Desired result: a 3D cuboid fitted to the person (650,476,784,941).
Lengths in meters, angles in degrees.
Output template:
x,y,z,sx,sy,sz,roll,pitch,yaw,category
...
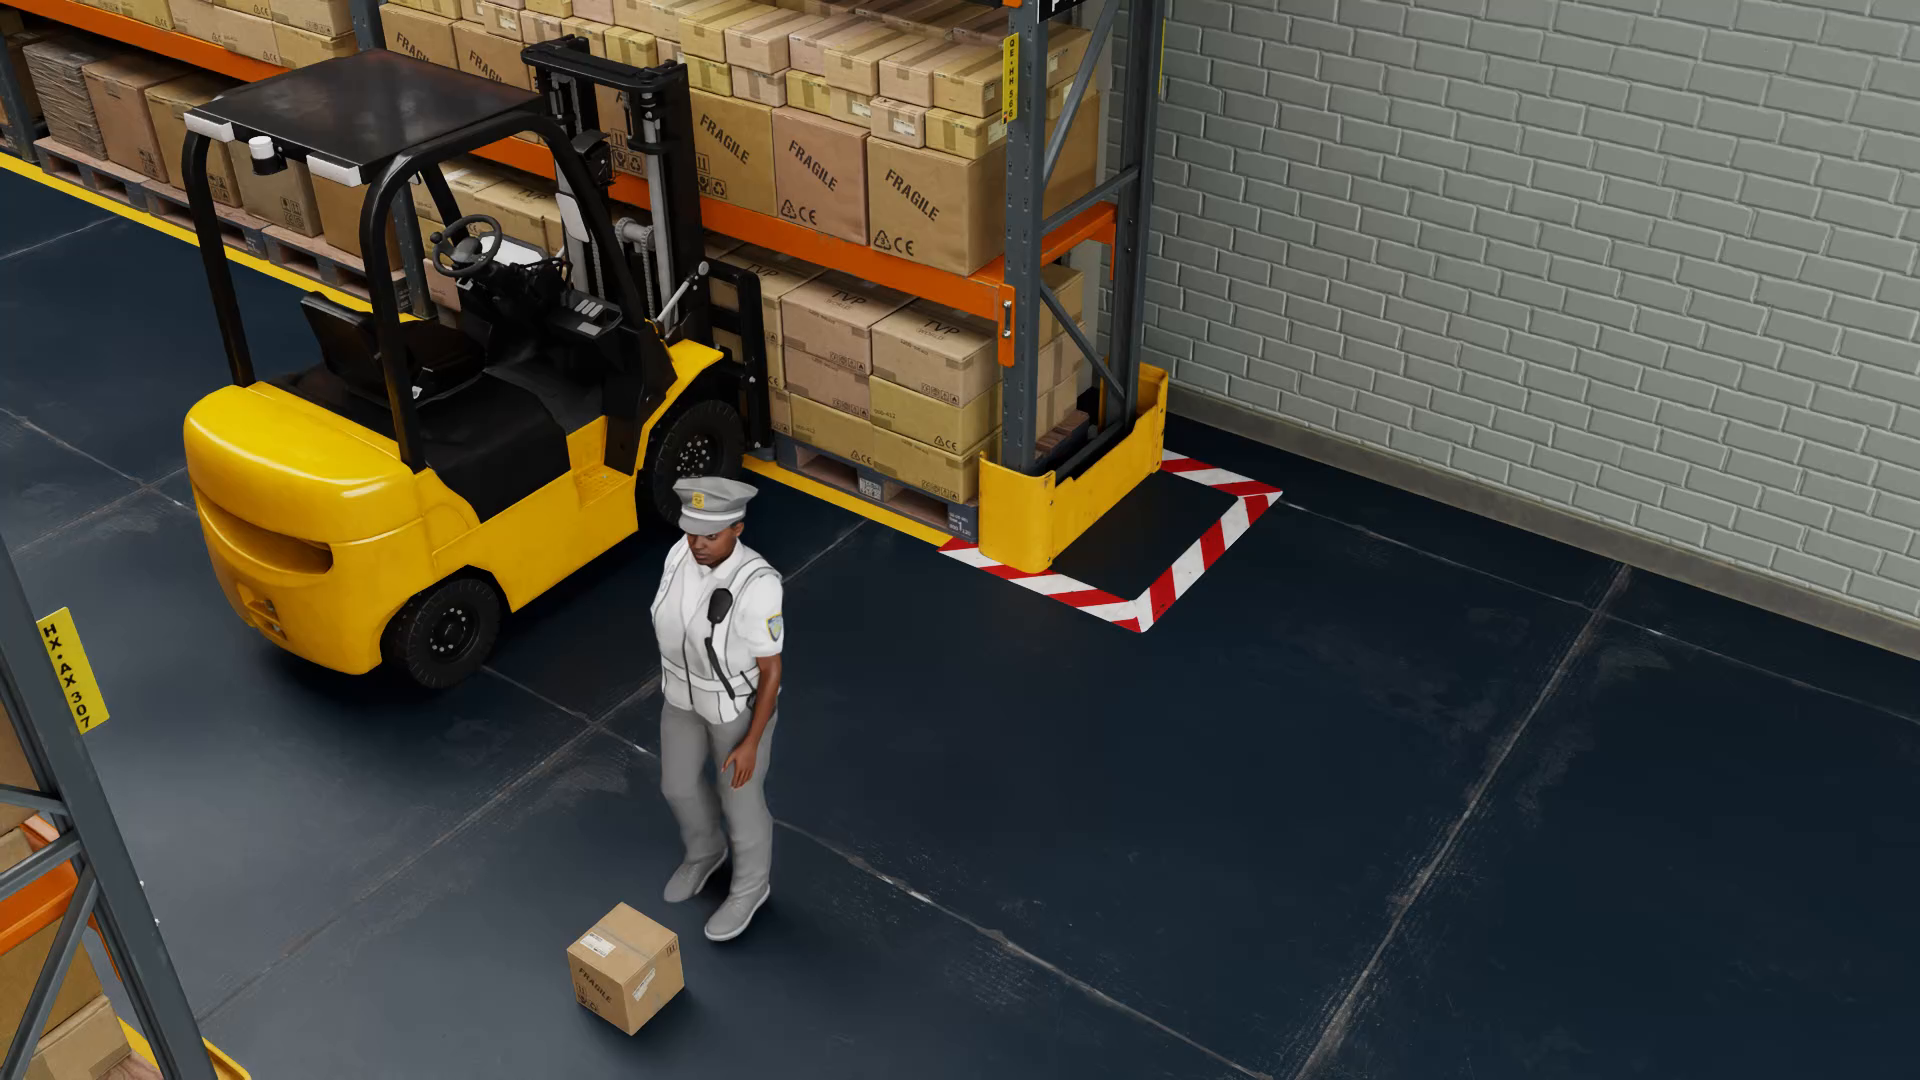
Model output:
x,y,z,sx,sy,sz,roll,pitch,yaw,category
-0.783,0.564,5.317,0.496,1.759,0.426,20,40,27,person
